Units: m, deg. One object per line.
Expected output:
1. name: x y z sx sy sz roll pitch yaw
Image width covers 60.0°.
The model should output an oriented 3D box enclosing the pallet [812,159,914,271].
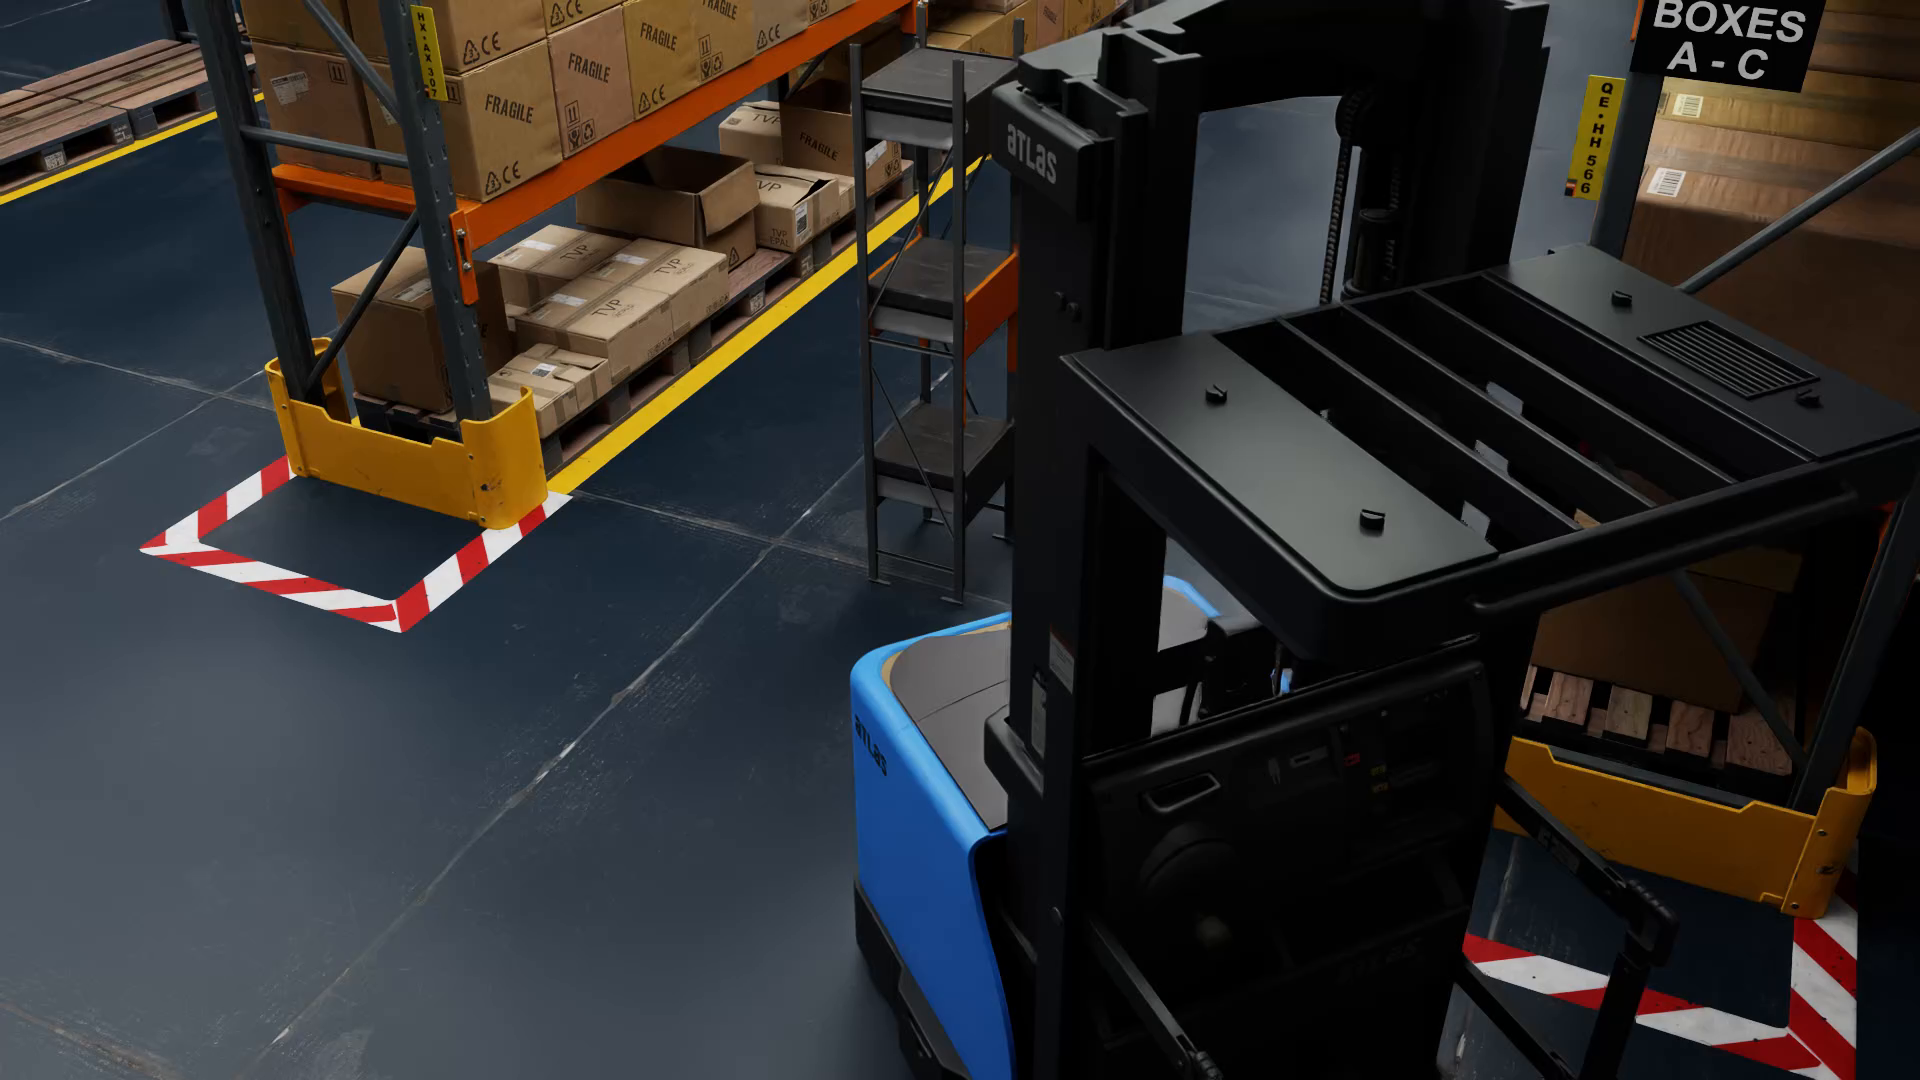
1. pallet: -0.969 -1.949 9.530 1.003 0.211 1.213 14 36 20

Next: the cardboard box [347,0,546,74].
1. cardboard box: -1.929 -2.085 6.192 0.500 0.500 0.500 15 36 22

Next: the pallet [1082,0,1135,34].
1. pallet: 0.646 -3.920 12.536 1.003 0.211 1.213 14 36 20

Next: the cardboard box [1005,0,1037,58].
1. cardboard box: 0.172 -3.296 10.920 0.500 0.500 0.500 15 36 21

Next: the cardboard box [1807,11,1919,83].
1. cardboard box: 2.973 -1.455 5.959 0.980 0.700 0.700 12 35 18

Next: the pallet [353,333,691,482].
1. pallet: -1.989 -0.734 7.677 1.003 0.211 1.213 14 36 20

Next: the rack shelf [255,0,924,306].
1. rack shelf: -1.517 -2.160 7.965 1.077 0.370 4.000 14 36 20

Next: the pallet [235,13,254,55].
1. pallet: -4.817 -3.804 12.359 1.003 0.211 1.213 14 36 20

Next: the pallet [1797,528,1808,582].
1. pallet: 2.922 -0.186 6.841 1.003 0.211 1.213 14 36 20

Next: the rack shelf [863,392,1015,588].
1. rack shelf: -0.069 -0.199 6.440 0.431 0.518 0.480 14 36 20

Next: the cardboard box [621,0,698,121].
1. cardboard box: -1.505 -2.175 7.240 0.500 0.500 0.500 14 36 20

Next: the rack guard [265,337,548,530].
1. rack guard: -2.322 -0.458 6.992 1.175 0.500 0.348 14 36 20

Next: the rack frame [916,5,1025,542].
1. rack frame: 0.033 -0.917 6.234 0.400 2.100 0.015 14 36 20

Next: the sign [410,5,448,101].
1. sign: -1.861 -1.703 5.822 0.100 0.325 0.005 14 36 20

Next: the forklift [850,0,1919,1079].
1. forklift: 0.778 0.590 3.177 1.130 2.935 3.031 -14 36 -21

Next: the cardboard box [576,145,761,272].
1. cardboard box: -1.462 -1.660 8.422 0.797 0.503 0.637 14 36 20

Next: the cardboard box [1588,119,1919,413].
1. cardboard box: 2.351 -0.712 4.827 0.980 0.700 0.700 16 36 23

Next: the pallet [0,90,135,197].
1. pallet: -5.959 -2.444 10.285 1.003 0.211 1.213 14 36 20

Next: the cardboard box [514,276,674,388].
1. cardboard box: -1.660 -0.954 7.576 0.500 0.250 0.500 14 36 20

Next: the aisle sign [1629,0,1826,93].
1. aisle sign: 1.844 -1.451 3.856 0.394 0.787 0.004 14 36 20

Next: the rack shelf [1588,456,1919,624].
1. rack shelf: 2.984 -1.026 6.235 1.077 0.370 4.000 14 36 20

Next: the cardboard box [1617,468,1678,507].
1. cardboard box: 2.237 -0.209 5.639 0.380 0.149 0.250 14 36 20

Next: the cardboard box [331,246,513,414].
1. cardboard box: -2.350 -0.931 7.313 0.500 0.500 0.500 14 36 20

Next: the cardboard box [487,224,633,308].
1. cardboard box: -1.925 -1.293 8.092 0.500 0.250 0.500 14 36 20

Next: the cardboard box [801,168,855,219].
1. cardboard box: -0.764 -1.900 9.110 0.380 0.149 0.250 14 36 20

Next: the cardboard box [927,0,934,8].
1. cardboard box: -0.310 -3.401 11.080 0.500 0.500 0.500 15 36 21

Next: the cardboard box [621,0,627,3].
1. cardboard box: -1.503 -2.596 6.970 0.500 0.500 0.500 15 36 21

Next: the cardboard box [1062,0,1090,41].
1. cardboard box: 0.598 -3.811 11.704 0.500 0.500 0.500 13 35 19

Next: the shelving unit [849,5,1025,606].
1. shelving unit: -0.069 -0.796 6.049 0.431 2.100 0.503 14 36 20

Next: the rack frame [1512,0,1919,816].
1. rack frame: 2.147 -0.330 4.518 1.000 3.000 0.127 14 36 20

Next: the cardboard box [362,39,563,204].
1. cardboard box: -1.929 -1.667 6.466 0.500 0.500 0.500 15 36 21

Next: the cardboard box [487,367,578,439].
1. cardboard box: -1.867 -0.587 7.108 0.380 0.149 0.250 14 36 20

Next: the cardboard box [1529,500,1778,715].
1. cardboard box: 2.349 0.168 5.655 0.700 0.500 0.500 14 36 20

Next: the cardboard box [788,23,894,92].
1. cardboard box: -0.734 -2.907 10.327 0.500 0.500 0.500 14 36 20

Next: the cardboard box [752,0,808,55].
1. cardboard box: -1.084 -2.678 8.007 0.500 0.500 0.500 15 36 22

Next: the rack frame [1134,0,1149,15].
1. rack frame: 0.993 -5.449 12.325 1.000 3.000 0.127 14 36 20

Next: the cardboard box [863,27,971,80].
1. cardboard box: -0.257 -2.781 10.134 0.500 0.500 0.500 13 35 18
